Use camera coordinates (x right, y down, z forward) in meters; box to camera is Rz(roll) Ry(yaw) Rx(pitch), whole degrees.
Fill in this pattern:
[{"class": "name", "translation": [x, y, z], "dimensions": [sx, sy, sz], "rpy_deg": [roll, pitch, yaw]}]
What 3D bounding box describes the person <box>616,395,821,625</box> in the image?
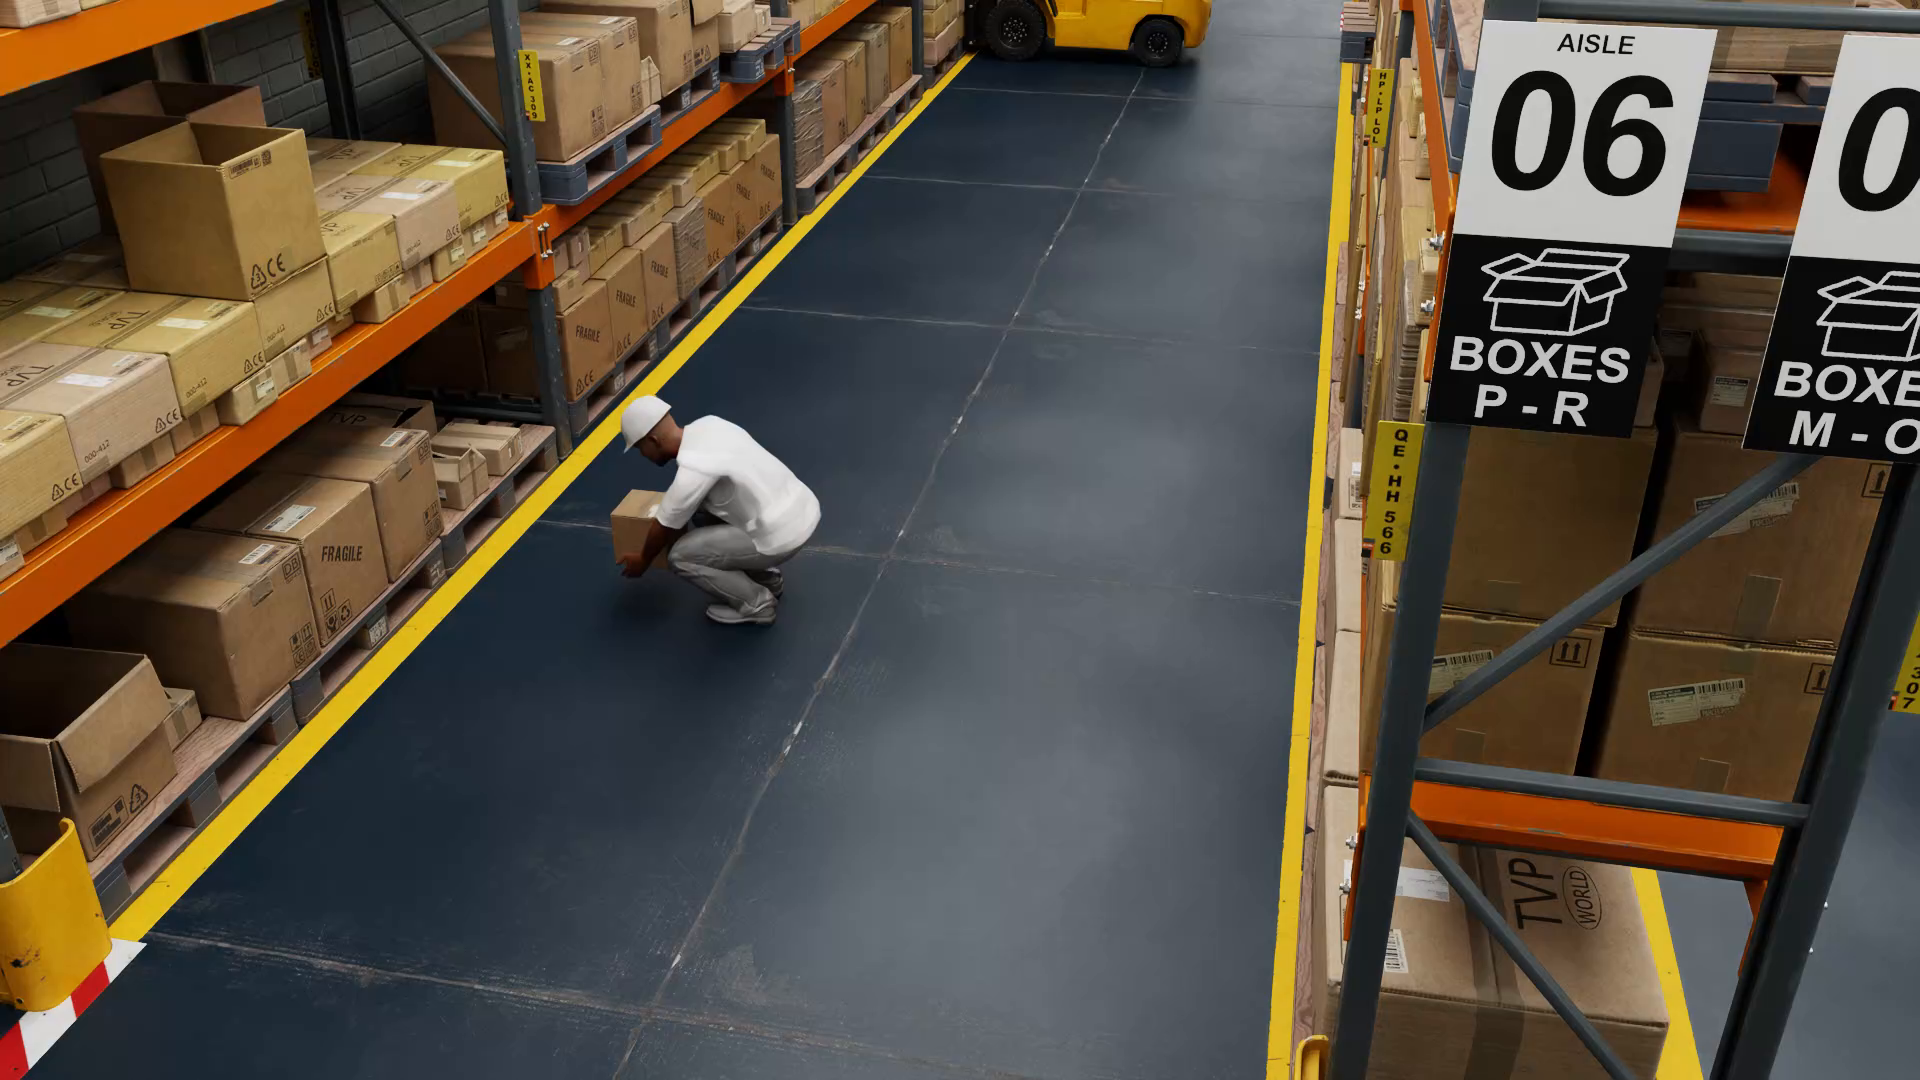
[{"class": "person", "translation": [-1.054, -0.154, 7.189], "dimensions": [0.867, 1.001, 0.592], "rpy_deg": [6, 29, 11]}]
